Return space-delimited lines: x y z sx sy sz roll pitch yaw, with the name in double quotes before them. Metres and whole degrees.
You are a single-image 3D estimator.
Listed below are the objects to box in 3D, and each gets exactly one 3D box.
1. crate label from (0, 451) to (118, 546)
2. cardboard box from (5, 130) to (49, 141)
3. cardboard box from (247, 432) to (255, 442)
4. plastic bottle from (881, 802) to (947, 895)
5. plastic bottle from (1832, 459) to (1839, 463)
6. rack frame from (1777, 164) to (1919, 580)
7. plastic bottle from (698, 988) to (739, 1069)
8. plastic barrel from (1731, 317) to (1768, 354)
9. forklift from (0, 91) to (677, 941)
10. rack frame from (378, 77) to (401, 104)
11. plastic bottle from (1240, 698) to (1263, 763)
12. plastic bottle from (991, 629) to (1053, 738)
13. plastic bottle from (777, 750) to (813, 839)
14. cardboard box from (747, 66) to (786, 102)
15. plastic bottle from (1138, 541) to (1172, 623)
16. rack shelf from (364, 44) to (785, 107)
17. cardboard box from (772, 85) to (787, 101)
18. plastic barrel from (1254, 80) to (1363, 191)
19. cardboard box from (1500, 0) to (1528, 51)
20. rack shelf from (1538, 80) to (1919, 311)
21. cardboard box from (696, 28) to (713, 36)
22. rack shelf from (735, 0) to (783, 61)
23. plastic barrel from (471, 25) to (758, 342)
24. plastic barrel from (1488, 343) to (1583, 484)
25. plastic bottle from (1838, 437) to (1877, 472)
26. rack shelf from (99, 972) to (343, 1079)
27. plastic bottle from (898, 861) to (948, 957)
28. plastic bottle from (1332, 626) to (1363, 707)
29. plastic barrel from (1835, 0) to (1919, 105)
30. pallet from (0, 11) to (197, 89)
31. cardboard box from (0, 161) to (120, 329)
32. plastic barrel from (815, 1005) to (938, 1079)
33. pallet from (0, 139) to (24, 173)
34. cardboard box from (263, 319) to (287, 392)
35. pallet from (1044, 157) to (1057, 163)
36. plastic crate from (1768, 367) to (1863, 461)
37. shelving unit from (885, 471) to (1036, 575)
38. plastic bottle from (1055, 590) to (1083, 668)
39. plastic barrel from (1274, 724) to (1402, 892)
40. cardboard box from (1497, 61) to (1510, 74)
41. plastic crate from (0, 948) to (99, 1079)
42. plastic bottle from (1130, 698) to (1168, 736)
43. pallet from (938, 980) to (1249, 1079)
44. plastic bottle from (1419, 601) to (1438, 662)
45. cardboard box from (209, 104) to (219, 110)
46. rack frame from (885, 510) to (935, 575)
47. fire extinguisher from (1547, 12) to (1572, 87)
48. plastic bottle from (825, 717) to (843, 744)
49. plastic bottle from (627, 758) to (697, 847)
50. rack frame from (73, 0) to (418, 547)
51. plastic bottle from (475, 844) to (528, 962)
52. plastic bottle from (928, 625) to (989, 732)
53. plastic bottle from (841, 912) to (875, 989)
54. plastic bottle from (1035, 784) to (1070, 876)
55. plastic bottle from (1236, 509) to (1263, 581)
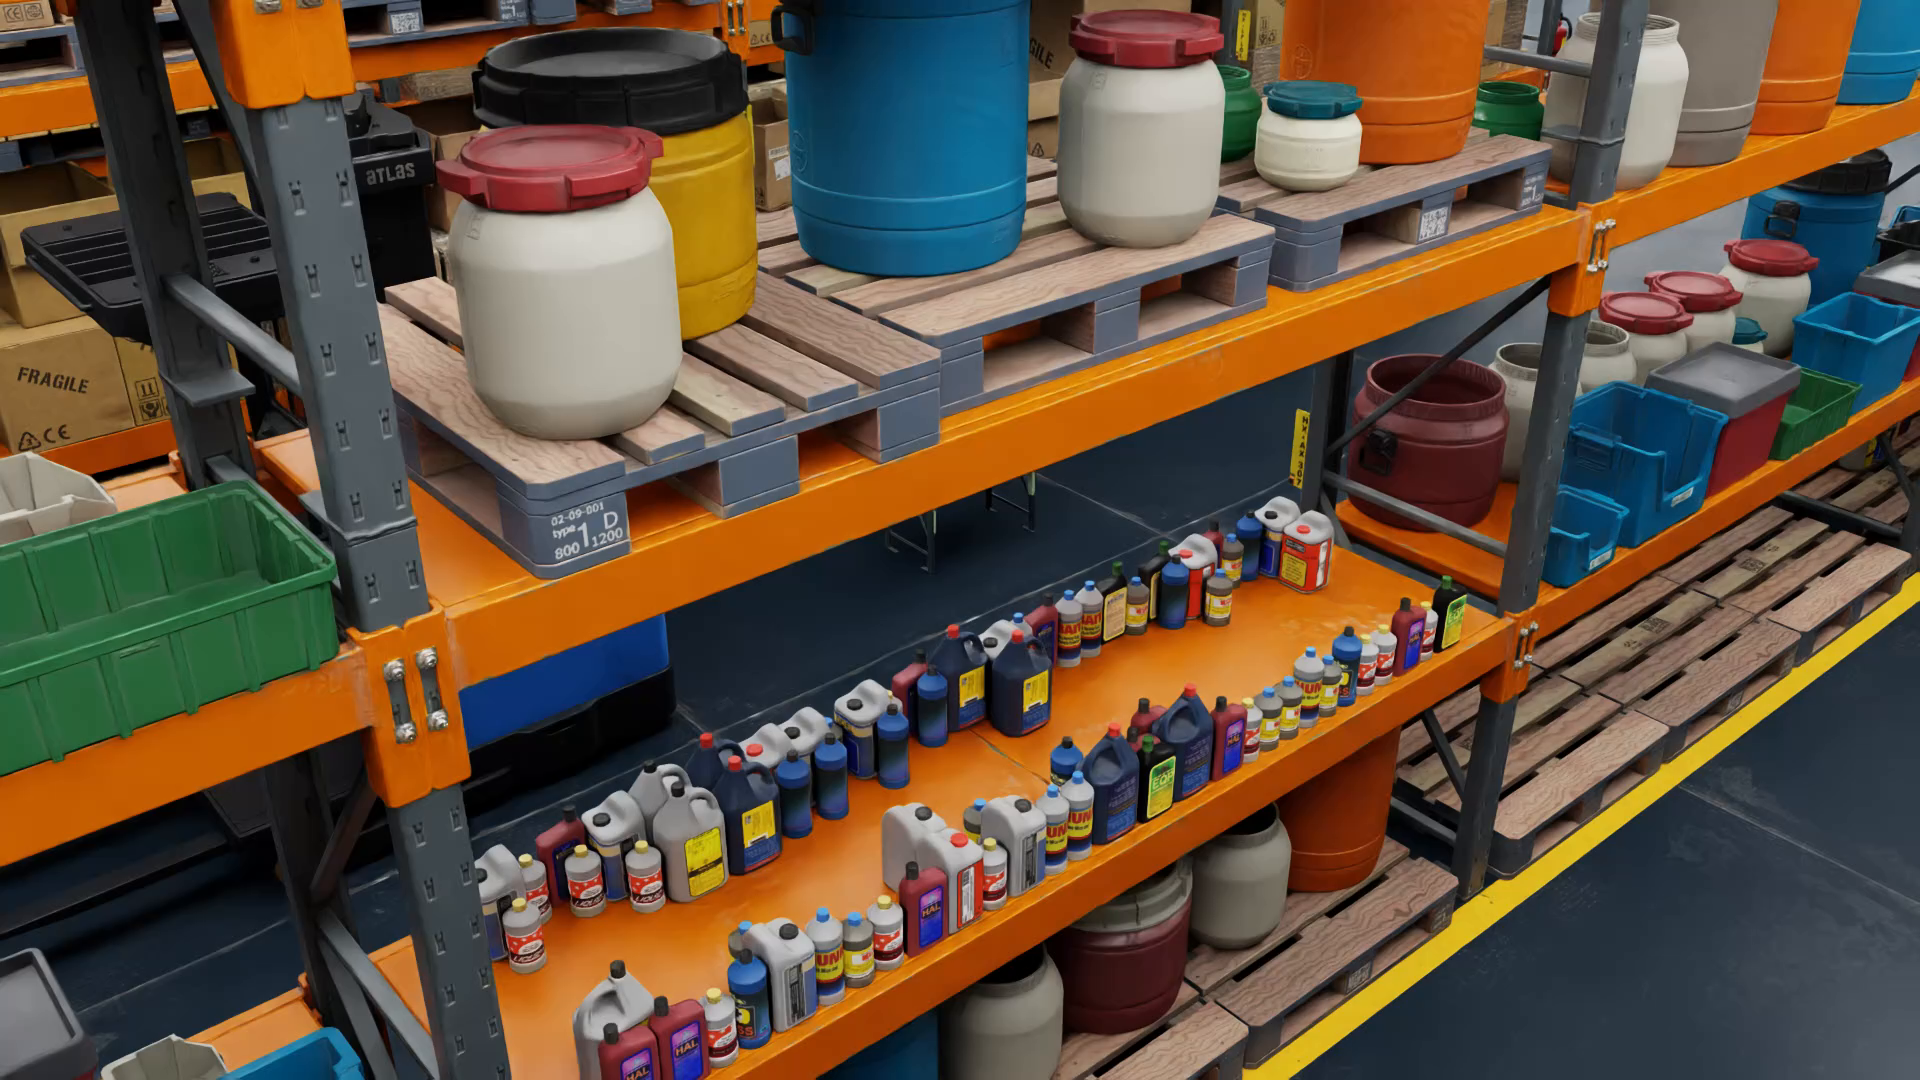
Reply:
"crate label" -1.888 -0.024 3.209 0.466 0.136 0.293 -22 35 -35
"cardboard box" -6.302 -2.795 11.118 0.250 0.149 0.380 -24 36 -37
"cardboard box" -3.390 -0.364 8.557 0.875 0.875 1.225 -23 36 -37
"plastic bottle" -0.123 0.849 4.610 0.135 0.276 0.152 -22 35 -35
"plastic bottle" 5.061 -0.636 9.602 0.185 0.351 0.144 -23 36 -36
"rack frame" 4.758 -1.310 8.519 0.127 3.000 1.000 -22 35 -35
"plastic bottle" -0.595 1.183 4.065 0.097 0.201 0.097 0 28 0
"plastic barrel" 3.651 -0.899 7.897 0.301 0.262 0.301 0 28 0
"forklift" -2.751 -0.176 6.470 3.031 2.935 1.130 -22 35 -35
"rack frame" -4.642 -3.672 12.938 0.127 3.000 1.000 -22 35 -35
"plastic bottle" 0.890 0.586 5.183 0.097 0.201 0.097 0 28 0
"plastic bottle" 0.198 0.437 5.303 0.185 0.351 0.144 -22 35 -35
"plastic bottle" -0.482 0.730 4.837 0.097 0.271 0.097 0 28 0
"cardboard box" -2.013 -3.866 15.244 0.750 0.750 1.050 -22 35 -35
"plastic bottle" 0.692 0.147 5.915 0.133 0.283 0.061 -22 35 -35
"rack shelf" -3.121 -3.966 14.253 4.000 0.370 1.077 -22 35 -35
"cardboard box" -0.755 -2.478 10.153 0.500 0.500 0.700 -16 32 -28
"plastic barrel" 0.994 -1.153 4.744 0.301 0.262 0.301 0 28 0
"cardboard box" 4.150 -4.327 13.742 0.500 0.500 0.875 -22 35 -35
"rack shelf" 3.236 -1.704 6.837 4.000 0.370 1.077 -22 35 -35
"cardboard box" -2.207 -4.530 14.437 0.500 0.500 0.500 -22 35 -35
"rack shelf" 0.022 -3.480 10.160 4.000 0.370 1.077 -22 35 -35
"plastic barrel" -0.766 -0.806 3.748 0.600 0.588 0.600 0 28 0
"plastic barrel" 2.359 -0.527 6.935 0.421 0.512 0.421 0 28 0
"plastic bottle" 5.154 -0.585 9.505 0.185 0.351 0.144 -22 35 -35
"rack shelf" -2.850 2.066 2.965 4.000 0.370 1.077 -22 35 -35
"plastic bottle" -0.097 0.958 4.399 0.133 0.283 0.061 -22 35 -35
"plastic bottle" 1.261 0.406 5.445 0.097 0.271 0.097 0 28 0
"plastic barrel" 3.517 -2.221 6.509 0.708 0.901 0.600 -22 35 -35
"pallet" -3.877 -2.176 7.159 1.217 0.209 0.805 -24 36 -37
"cardboard box" -4.062 -1.324 7.374 0.637 0.503 0.797 -23 36 -36
"plastic barrel" -0.365 1.500 5.041 0.708 0.901 0.600 -22 35 -35
"pallet" -7.009 -2.545 11.034 1.213 0.211 1.003 -22 35 -35
"cardboard box" -3.268 -1.041 7.910 0.500 0.500 0.500 -23 36 -36
"pallet" -0.021 -2.398 10.759 1.213 0.211 1.003 -22 35 -35
"plastic crate" 3.616 -0.583 7.383 0.662 0.188 0.450 -22 35 -35
"shelving unit" 0.005 -0.664 8.900 0.755 1.500 0.431 -22 35 -35
"plastic bottle" 0.367 0.295 5.652 0.097 0.271 0.097 0 28 0
"plastic barrel" 1.354 0.841 6.351 0.708 0.830 0.600 -22 35 -35
"cardboard box" 4.313 -3.962 13.747 0.250 0.149 0.380 -22 35 -35
"plastic crate" -2.170 1.266 3.568 0.583 0.464 0.402 -22 35 -35
"plastic bottle" 0.580 0.596 5.076 0.133 0.283 0.061 -22 35 -35
"pallet" 0.214 1.771 5.713 1.213 0.211 1.003 -22 35 -35
"plastic bottle" 1.584 0.306 5.705 0.097 0.201 0.097 0 28 0
"cardboard box" -5.297 -3.202 11.879 0.250 0.149 0.380 -22 35 -36
"rack frame" -0.273 -0.552 8.691 0.023 1.500 0.400 -22 35 -35
"fire extinguisher" 4.972 -4.146 13.907 0.183 0.674 0.296 -22 35 -35
"plastic bottle" -0.404 0.636 5.089 0.097 0.201 0.097 0 28 0
"plastic bottle" -0.841 0.760 4.697 0.185 0.351 0.144 -22 35 -35
"rack frame" -1.328 -1.509 2.526 0.127 3.000 1.000 -22 35 -35
"plastic bottle" -1.238 0.955 4.412 0.135 0.276 0.152 -22 35 -35
"plastic bottle" -0.003 0.423 5.328 0.185 0.351 0.144 -22 35 -35
"plastic bottle" -0.270 1.052 4.309 0.097 0.201 0.097 0 28 0
"plastic bottle" 0.258 0.809 4.690 0.097 0.271 0.097 0 28 0
"plastic bottle" 1.070 0.012 6.181 0.097 0.271 0.097 0 28 0
